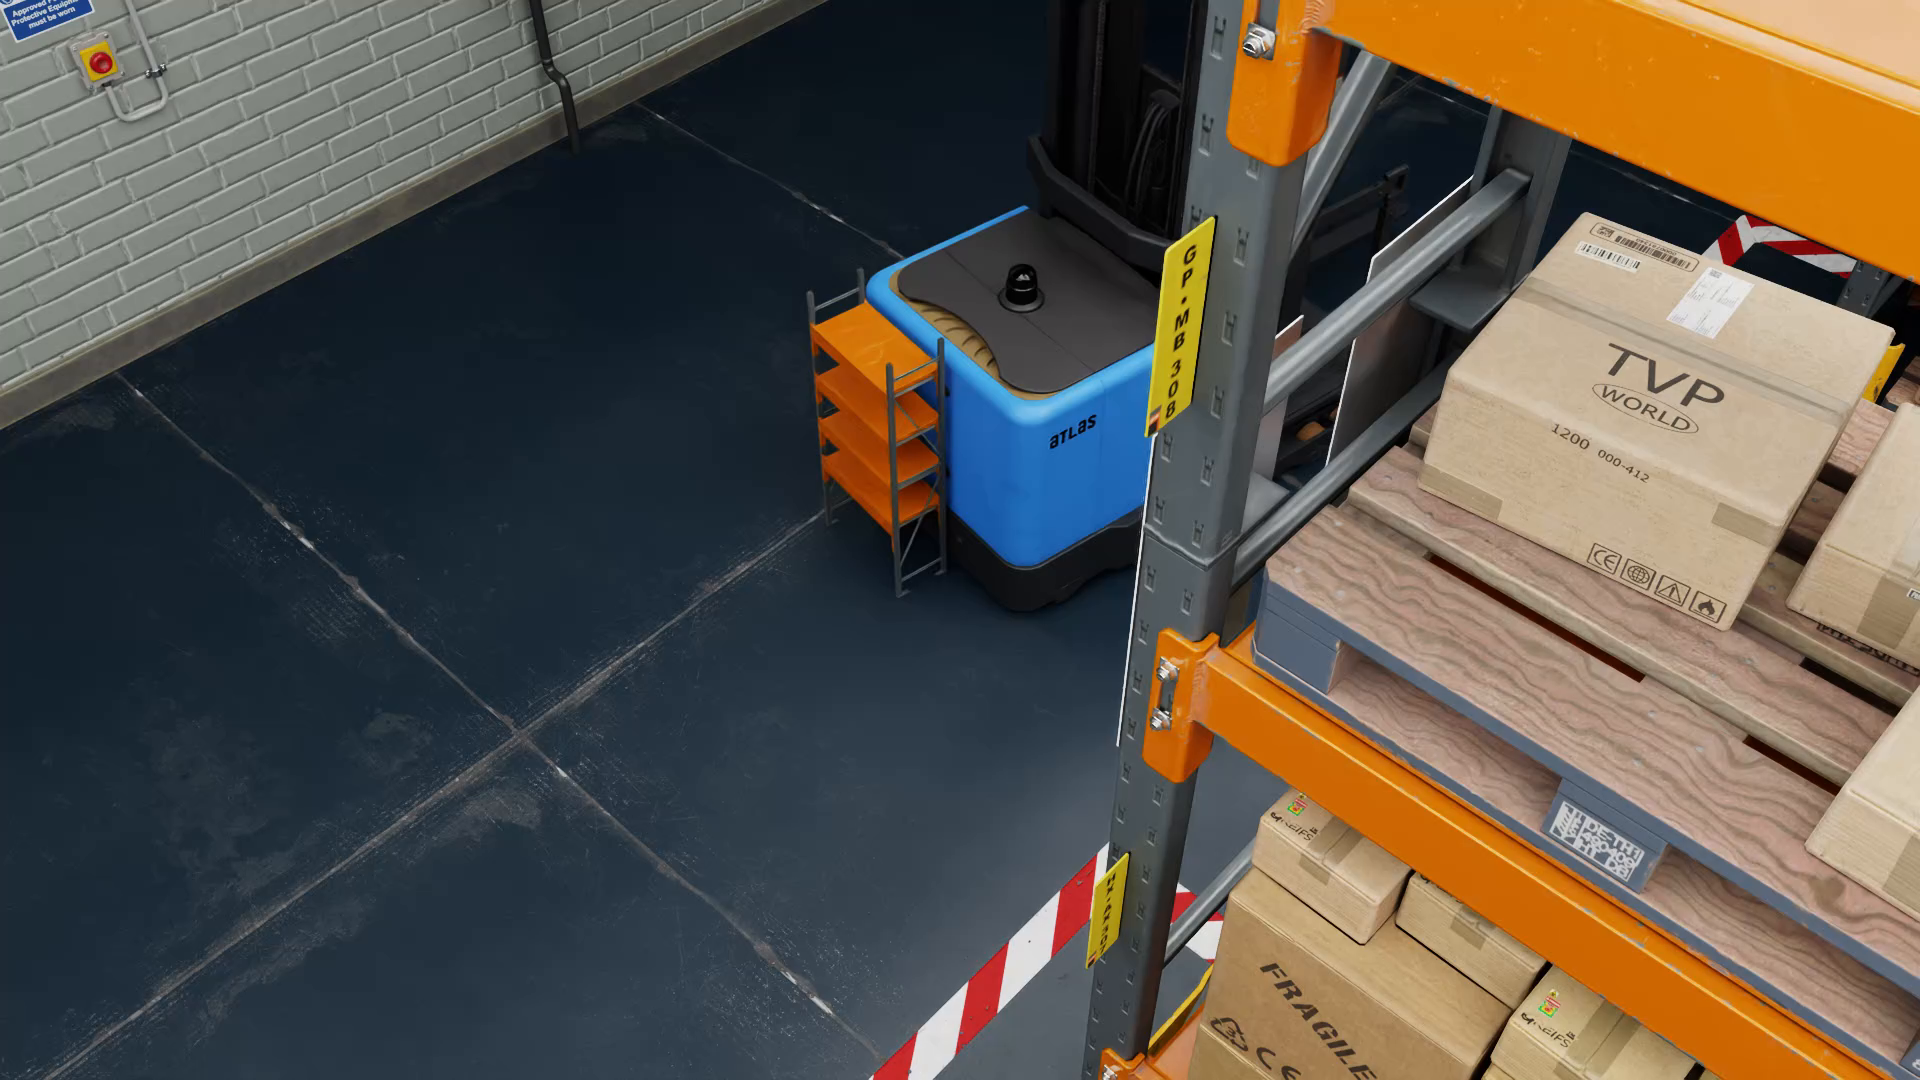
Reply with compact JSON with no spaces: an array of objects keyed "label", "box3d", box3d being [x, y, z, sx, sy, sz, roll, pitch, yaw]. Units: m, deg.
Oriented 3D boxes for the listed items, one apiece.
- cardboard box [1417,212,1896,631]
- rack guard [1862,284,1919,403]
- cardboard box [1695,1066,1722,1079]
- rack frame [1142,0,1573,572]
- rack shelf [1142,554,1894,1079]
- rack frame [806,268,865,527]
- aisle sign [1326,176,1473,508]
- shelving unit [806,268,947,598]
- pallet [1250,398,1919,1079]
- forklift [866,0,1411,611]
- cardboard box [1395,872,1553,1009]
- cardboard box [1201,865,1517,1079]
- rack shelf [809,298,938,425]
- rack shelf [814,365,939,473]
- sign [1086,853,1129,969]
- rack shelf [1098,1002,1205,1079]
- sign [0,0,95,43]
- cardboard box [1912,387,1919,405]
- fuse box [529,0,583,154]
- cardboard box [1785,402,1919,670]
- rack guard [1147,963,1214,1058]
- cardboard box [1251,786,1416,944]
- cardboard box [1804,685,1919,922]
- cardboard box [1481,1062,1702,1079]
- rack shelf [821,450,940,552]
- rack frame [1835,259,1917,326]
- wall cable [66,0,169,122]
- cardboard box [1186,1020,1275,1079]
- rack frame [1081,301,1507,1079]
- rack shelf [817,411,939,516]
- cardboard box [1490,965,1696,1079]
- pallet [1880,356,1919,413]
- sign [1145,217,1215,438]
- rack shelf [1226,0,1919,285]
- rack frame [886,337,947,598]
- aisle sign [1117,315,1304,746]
[{"label":"cardboard box","box3d":[1.068,-0.201,2.570,0.500,0.250,0.500,29,53,25]},{"label":"rack guard","box3d":[4.095,-0.990,7.336,0.348,0.500,1.175,34,55,28]},{"label":"cardboard box","box3d":[1.309,0.905,2.643,0.250,0.149,0.380,32,55,27]},{"label":"rack frame","box3d":[0.676,-1.276,1.775,0.127,3.000,1.000,34,55,28]},{"label":"rack shelf","box3d":[2.146,0.986,2.202,4.000,0.370,1.077,34,55,28]},{"label":"rack frame","box3d":[-0.448,-0.521,6.416,0.240,1.200,0.015,-29,53,-24]},{"label":"aisle sign","box3d":[0.833,-0.314,3.204,0.004,0.787,0.394,34,55,28]},{"label":"shelving unit","box3d":[-0.301,-0.379,6.283,0.258,1.200,0.503,-29,53,-24]},{"label":"pallet","box3d":[1.228,0.143,2.562,1.213,0.211,1.003,34,55,28]},{"label":"forklift","box3d":[1.114,-1.618,6.259,3.031,2.935,1.130,-29,53,-24]},{"label":"cardboard box","box3d":[0.990,0.595,2.935,0.250,0.149,0.380,35,56,28]},{"label":"cardboard box","box3d":[0.835,0.791,3.195,0.500,0.500,0.500,33,55,27]},{"label":"rack shelf","box3d":[-0.301,-0.648,5.996,0.258,0.148,0.480,-29,53,-24]},{"label":"rack shelf","box3d":[-0.301,-0.486,6.169,0.258,0.148,0.480,-29,53,-24]},{"label":"sign","box3d":[0.295,0.749,3.341,0.005,0.325,0.100,34,55,28]},{"label":"rack shelf","box3d":[2.146,2.013,3.296,4.000,0.370,1.077,34,55,28]},{"label":"sign","box3d":[-3.561,-2.094,6.474,0.001,0.218,0.327,34,55,28]},{"label":"cardboard box","box3d":[4.425,-0.819,6.886,0.637,0.503,0.797,32,54,26]},{"label":"fuse box","box3d":[-1.952,-2.610,8.027,0.414,1.711,0.539,34,55,28]},{"label":"cardboard box","box3d":[1.430,-0.002,2.452,0.250,0.149,0.380,30,54,25]},{"label":"rack guard","box3d":[0.658,1.622,4.884,0.348,0.500,1.175,34,55,28]},{"label":"cardboard box","box3d":[0.749,0.503,3.020,0.250,0.149,0.380,35,56,28]},{"label":"cardboard box","box3d":[1.319,0.320,2.150,0.250,0.149,0.380,36,56,29]},{"label":"cardboard box","box3d":[1.220,1.043,2.959,0.500,0.500,0.500,32,55,27]},{"label":"rack shelf","box3d":[-0.301,-0.197,6.477,0.258,0.148,0.480,-29,53,-24]},{"label":"rack frame","box3d":[4.040,-1.883,6.460,0.127,3.000,1.000,34,55,28]},{"label":"wall cable","box3d":[-3.484,-2.356,6.186,0.123,1.953,0.585,34,55,28]},{"label":"cardboard box","box3d":[0.834,1.135,3.558,0.500,0.500,0.500,34,55,27]},{"label":"rack frame","box3d":[0.676,0.778,3.962,0.127,3.000,1.000,34,55,28]},{"label":"rack shelf","box3d":[-0.301,-0.333,6.332,0.258,0.148,0.480,-29,53,-24]},{"label":"cardboard box","box3d":[1.103,0.785,2.756,0.250,0.149,0.380,36,56,29]},{"label":"pallet","box3d":[4.682,-0.497,7.072,1.213,0.211,1.003,34,55,28]},{"label":"sign","box3d":[0.295,-0.281,2.245,0.005,0.325,0.100,34,55,28]},{"label":"rack shelf","box3d":[2.146,0.097,1.255,4.000,0.370,1.077,34,55,28]},{"label":"rack frame","box3d":[-0.153,-0.238,6.150,0.240,1.200,0.015,-29,53,-24]},{"label":"aisle sign","box3d":[0.426,0.008,2.902,0.004,0.787,0.394,34,55,28]}]
